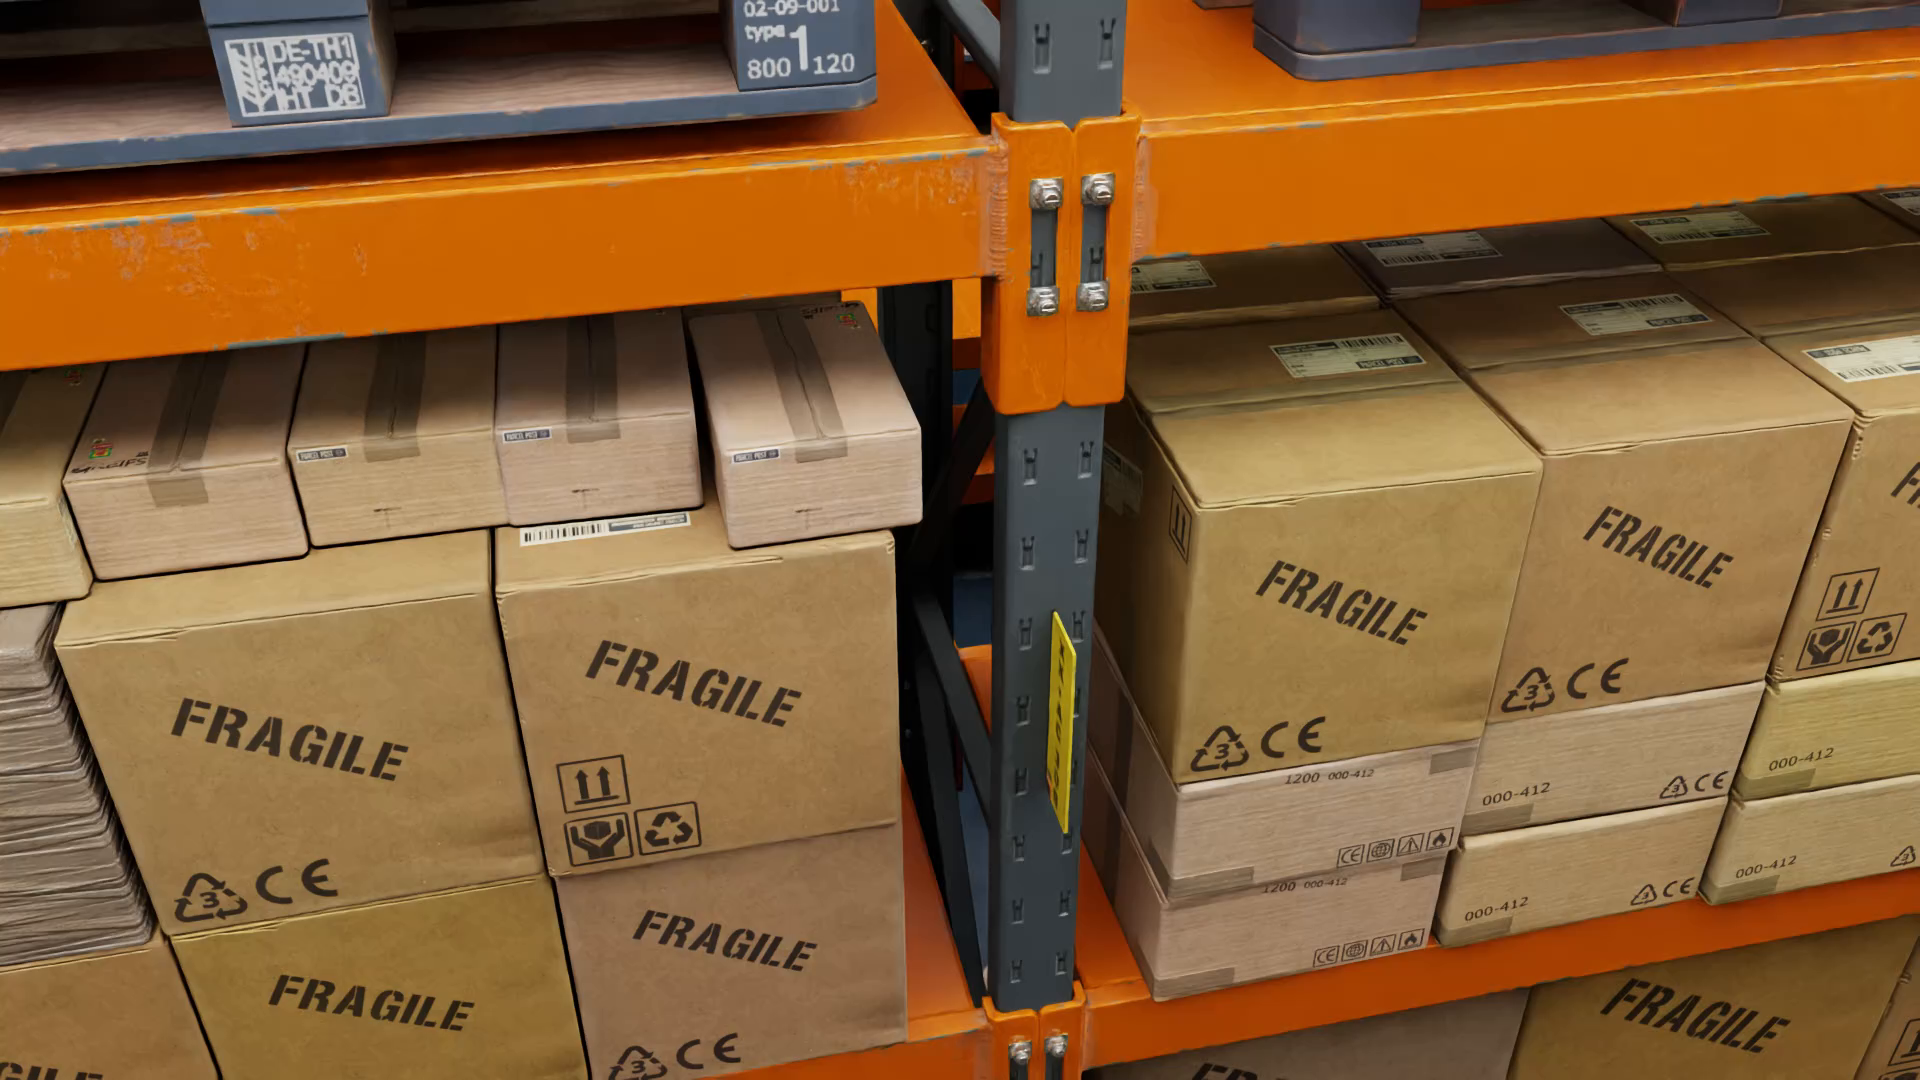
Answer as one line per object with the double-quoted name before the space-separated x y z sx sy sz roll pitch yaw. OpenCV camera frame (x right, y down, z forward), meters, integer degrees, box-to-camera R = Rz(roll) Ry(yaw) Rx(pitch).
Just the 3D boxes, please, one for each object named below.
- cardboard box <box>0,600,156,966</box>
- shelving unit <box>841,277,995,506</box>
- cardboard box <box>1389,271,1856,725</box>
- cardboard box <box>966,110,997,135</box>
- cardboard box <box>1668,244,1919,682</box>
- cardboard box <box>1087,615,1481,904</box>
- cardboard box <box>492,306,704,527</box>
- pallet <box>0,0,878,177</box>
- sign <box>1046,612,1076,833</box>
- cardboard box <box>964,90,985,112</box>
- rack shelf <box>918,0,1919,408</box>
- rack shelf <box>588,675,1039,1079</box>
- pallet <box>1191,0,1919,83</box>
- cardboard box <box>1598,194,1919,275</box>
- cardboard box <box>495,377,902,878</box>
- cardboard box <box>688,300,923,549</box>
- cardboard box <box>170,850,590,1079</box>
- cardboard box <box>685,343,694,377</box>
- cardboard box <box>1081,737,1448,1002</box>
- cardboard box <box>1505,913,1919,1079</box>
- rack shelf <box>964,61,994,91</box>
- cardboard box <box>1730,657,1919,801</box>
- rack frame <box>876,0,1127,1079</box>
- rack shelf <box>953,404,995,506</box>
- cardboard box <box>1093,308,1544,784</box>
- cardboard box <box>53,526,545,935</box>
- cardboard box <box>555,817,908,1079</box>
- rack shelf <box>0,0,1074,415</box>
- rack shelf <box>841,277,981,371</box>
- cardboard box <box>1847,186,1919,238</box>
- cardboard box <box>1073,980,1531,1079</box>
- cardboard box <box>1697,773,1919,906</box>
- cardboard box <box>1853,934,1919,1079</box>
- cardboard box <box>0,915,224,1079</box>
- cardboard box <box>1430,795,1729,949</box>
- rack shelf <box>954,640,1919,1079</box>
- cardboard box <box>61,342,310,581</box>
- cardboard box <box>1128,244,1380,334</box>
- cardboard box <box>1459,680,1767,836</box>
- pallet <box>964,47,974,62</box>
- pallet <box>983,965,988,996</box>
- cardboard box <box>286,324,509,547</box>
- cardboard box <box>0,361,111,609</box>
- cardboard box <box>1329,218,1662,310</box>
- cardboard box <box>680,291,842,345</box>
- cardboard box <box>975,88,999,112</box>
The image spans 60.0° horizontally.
"cardboard box" -1.374 0.227 2.233 0.500 0.500 0.500 -7 34 -10
"shelving unit" -0.007 -0.466 5.935 1.048 1.125 0.538 -7 35 -11
"cardboard box" 0.999 -0.082 2.694 0.500 0.500 0.500 -7 35 -11
"cardboard box" 0.091 -1.808 7.536 0.250 0.149 0.380 -8 35 -11
"cardboard box" 1.489 -0.143 2.784 0.500 0.500 0.500 -8 35 -12
"cardboard box" 0.508 0.304 2.792 0.500 0.250 0.500 -8 35 -12
"cardboard box" -0.495 -0.192 2.275 0.250 0.149 0.380 -6 34 -9
"pallet" -0.784 -0.764 2.084 1.213 0.211 1.003 -7 35 -11
"sign" 0.140 0.259 2.324 0.005 0.325 0.100 -7 35 -11
"cardboard box" -0.052 -2.071 7.928 0.250 0.149 0.380 -9 35 -13
"rack shelf" 1.967 -0.843 2.768 4.000 0.370 1.077 -7 35 -11
"rack shelf" -1.934 0.894 2.871 4.000 0.370 1.077 -7 35 -11
"pallet" 0.900 -0.956 2.462 1.217 0.209 0.805 -9 35 -12
"cardboard box" 1.399 -0.418 3.193 0.500 0.500 0.500 -6 34 -9
"cardboard box" -0.383 0.101 2.420 0.500 0.500 0.500 -7 35 -11
"cardboard box" -0.214 -0.165 2.235 0.250 0.149 0.380 -8 35 -12
"cardboard box" -0.880 0.570 2.618 0.500 0.500 0.500 -8 35 -12
"cardboard box" -0.502 -0.180 2.839 0.500 0.500 0.500 -7 34 -10
"cardboard box" 0.504 0.501 2.945 0.500 0.250 0.500 -8 35 -12
"cardboard box" 1.483 0.823 3.862 0.875 0.875 0.875 -6 34 -9
"rack shelf" 0.868 -2.295 7.623 4.000 0.370 1.077 -7 35 -11
"cardboard box" 1.508 0.177 2.981 0.500 0.250 0.500 -7 34 -10
"rack frame" 0.016 0.350 3.037 0.127 3.000 1.000 -7 35 -11
"rack shelf" -0.007 -0.263 6.072 1.000 0.278 0.538 -7 35 -11
"cardboard box" 0.509 -0.005 2.578 0.500 0.500 0.500 -7 34 -10
"cardboard box" -0.880 0.159 2.334 0.500 0.500 0.500 -8 35 -11
"cardboard box" -0.380 0.504 2.717 0.500 0.500 0.500 -7 34 -10
"rack shelf" -1.934 -0.351 2.035 4.000 0.370 1.077 -7 35 -11
"rack shelf" -0.007 -0.709 5.772 1.000 0.278 0.538 -7 35 -11
"cardboard box" 1.900 -0.489 3.300 0.500 0.500 0.500 -7 34 -10
"cardboard box" 0.603 0.938 3.690 0.875 0.875 0.875 -6 34 -9
"cardboard box" 1.511 0.383 3.122 0.500 0.250 0.500 -7 35 -11
"cardboard box" 2.355 0.713 4.025 0.875 0.875 0.875 -7 34 -10
"cardboard box" -1.367 0.640 2.514 0.500 0.500 0.500 -8 35 -11
"cardboard box" 1.008 0.437 3.041 0.500 0.250 0.500 -8 35 -12
"rack shelf" 1.967 0.403 3.604 4.000 0.370 1.077 -7 35 -11
"cardboard box" -0.983 -0.126 2.176 0.250 0.149 0.380 -7 35 -11
"cardboard box" 0.397 -0.298 3.016 0.500 0.500 0.500 -6 34 -9
"cardboard box" 1.010 0.224 2.910 0.500 0.250 0.500 -7 34 -10
"pallet" -0.279 -2.307 7.168 1.213 0.211 1.003 -7 35 -11
"pallet" 0.752 1.372 4.016 1.213 0.211 1.003 -7 35 -11
"cardboard box" -0.740 -0.167 2.237 0.250 0.149 0.380 -7 35 -10
"cardboard box" -1.219 -0.075 2.101 0.250 0.149 0.380 -7 35 -11
"cardboard box" 0.900 -0.366 3.116 0.500 0.500 0.500 -7 34 -10
"cardboard box" -0.349 -0.479 2.702 0.250 0.149 0.380 -8 35 -11
"cardboard box" 0.228 -2.075 7.935 0.250 0.149 0.380 -6 34 -9
